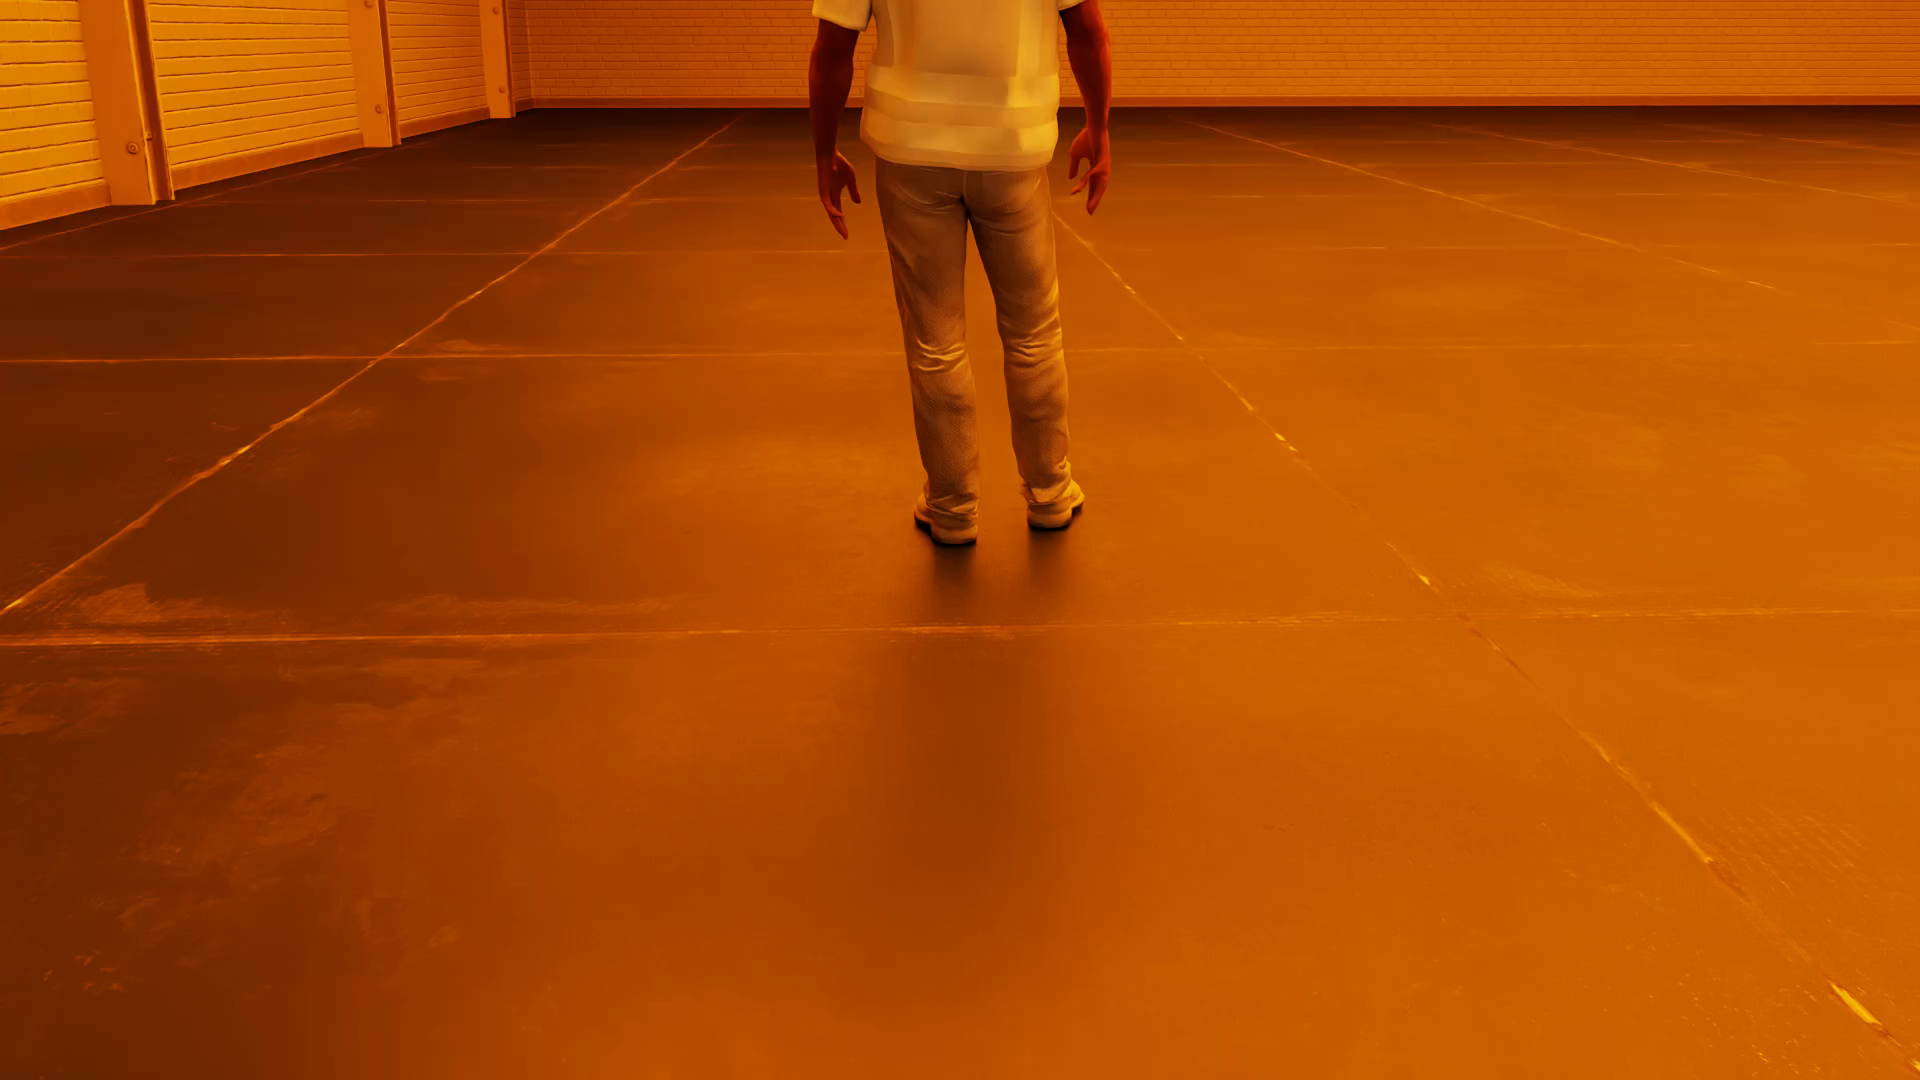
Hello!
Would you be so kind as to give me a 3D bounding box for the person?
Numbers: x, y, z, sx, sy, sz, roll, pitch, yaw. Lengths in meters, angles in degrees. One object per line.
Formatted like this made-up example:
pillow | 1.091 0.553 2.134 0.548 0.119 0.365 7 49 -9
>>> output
person | 0.003 -0.872 3.724 0.665 1.765 0.577 -1 17 -3
